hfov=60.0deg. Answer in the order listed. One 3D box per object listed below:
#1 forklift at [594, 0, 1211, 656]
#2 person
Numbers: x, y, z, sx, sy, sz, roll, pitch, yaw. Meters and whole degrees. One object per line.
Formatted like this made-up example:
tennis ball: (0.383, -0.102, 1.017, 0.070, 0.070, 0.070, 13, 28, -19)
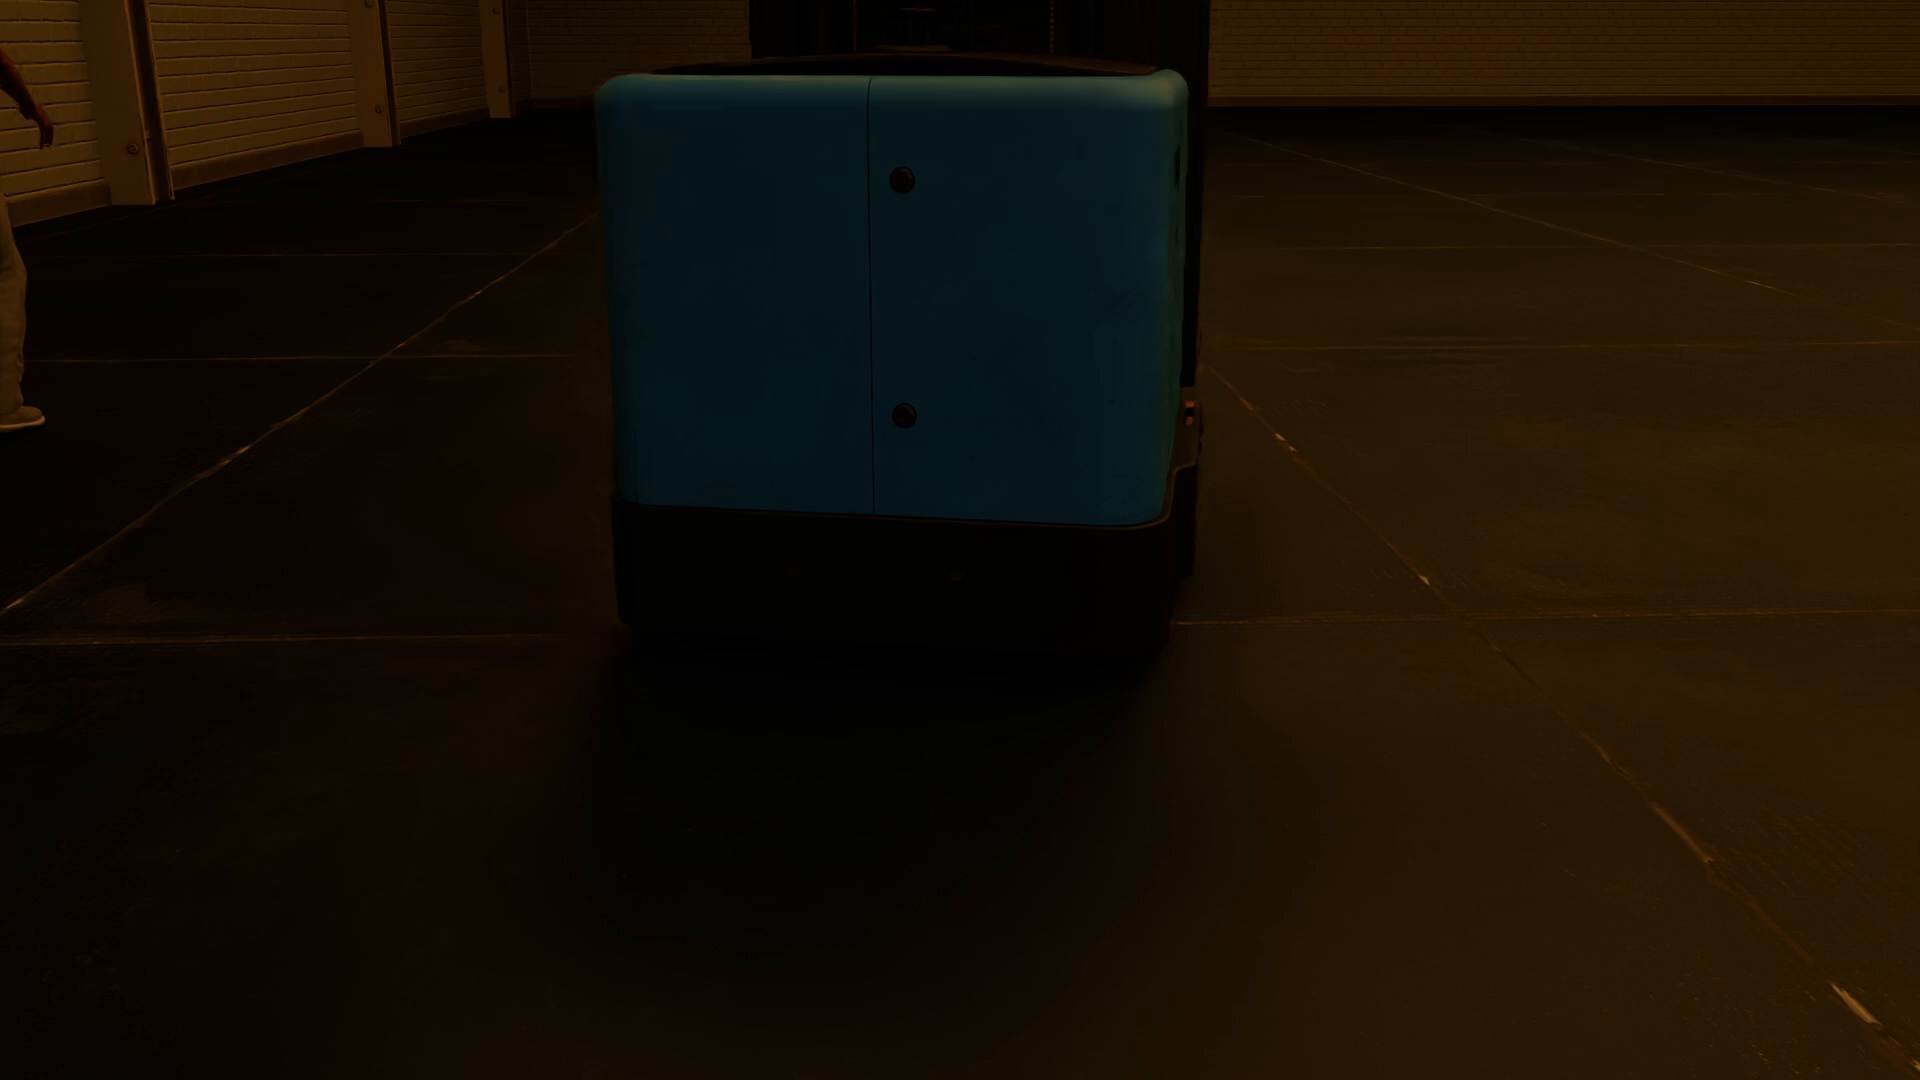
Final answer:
forklift: (0.082, -1.581, 4.075, 1.130, 2.935, 3.031, 3, 17, 9)
person: (-2.929, -1.057, 4.683, 0.691, 1.630, 0.577, 0, 17, 1)
